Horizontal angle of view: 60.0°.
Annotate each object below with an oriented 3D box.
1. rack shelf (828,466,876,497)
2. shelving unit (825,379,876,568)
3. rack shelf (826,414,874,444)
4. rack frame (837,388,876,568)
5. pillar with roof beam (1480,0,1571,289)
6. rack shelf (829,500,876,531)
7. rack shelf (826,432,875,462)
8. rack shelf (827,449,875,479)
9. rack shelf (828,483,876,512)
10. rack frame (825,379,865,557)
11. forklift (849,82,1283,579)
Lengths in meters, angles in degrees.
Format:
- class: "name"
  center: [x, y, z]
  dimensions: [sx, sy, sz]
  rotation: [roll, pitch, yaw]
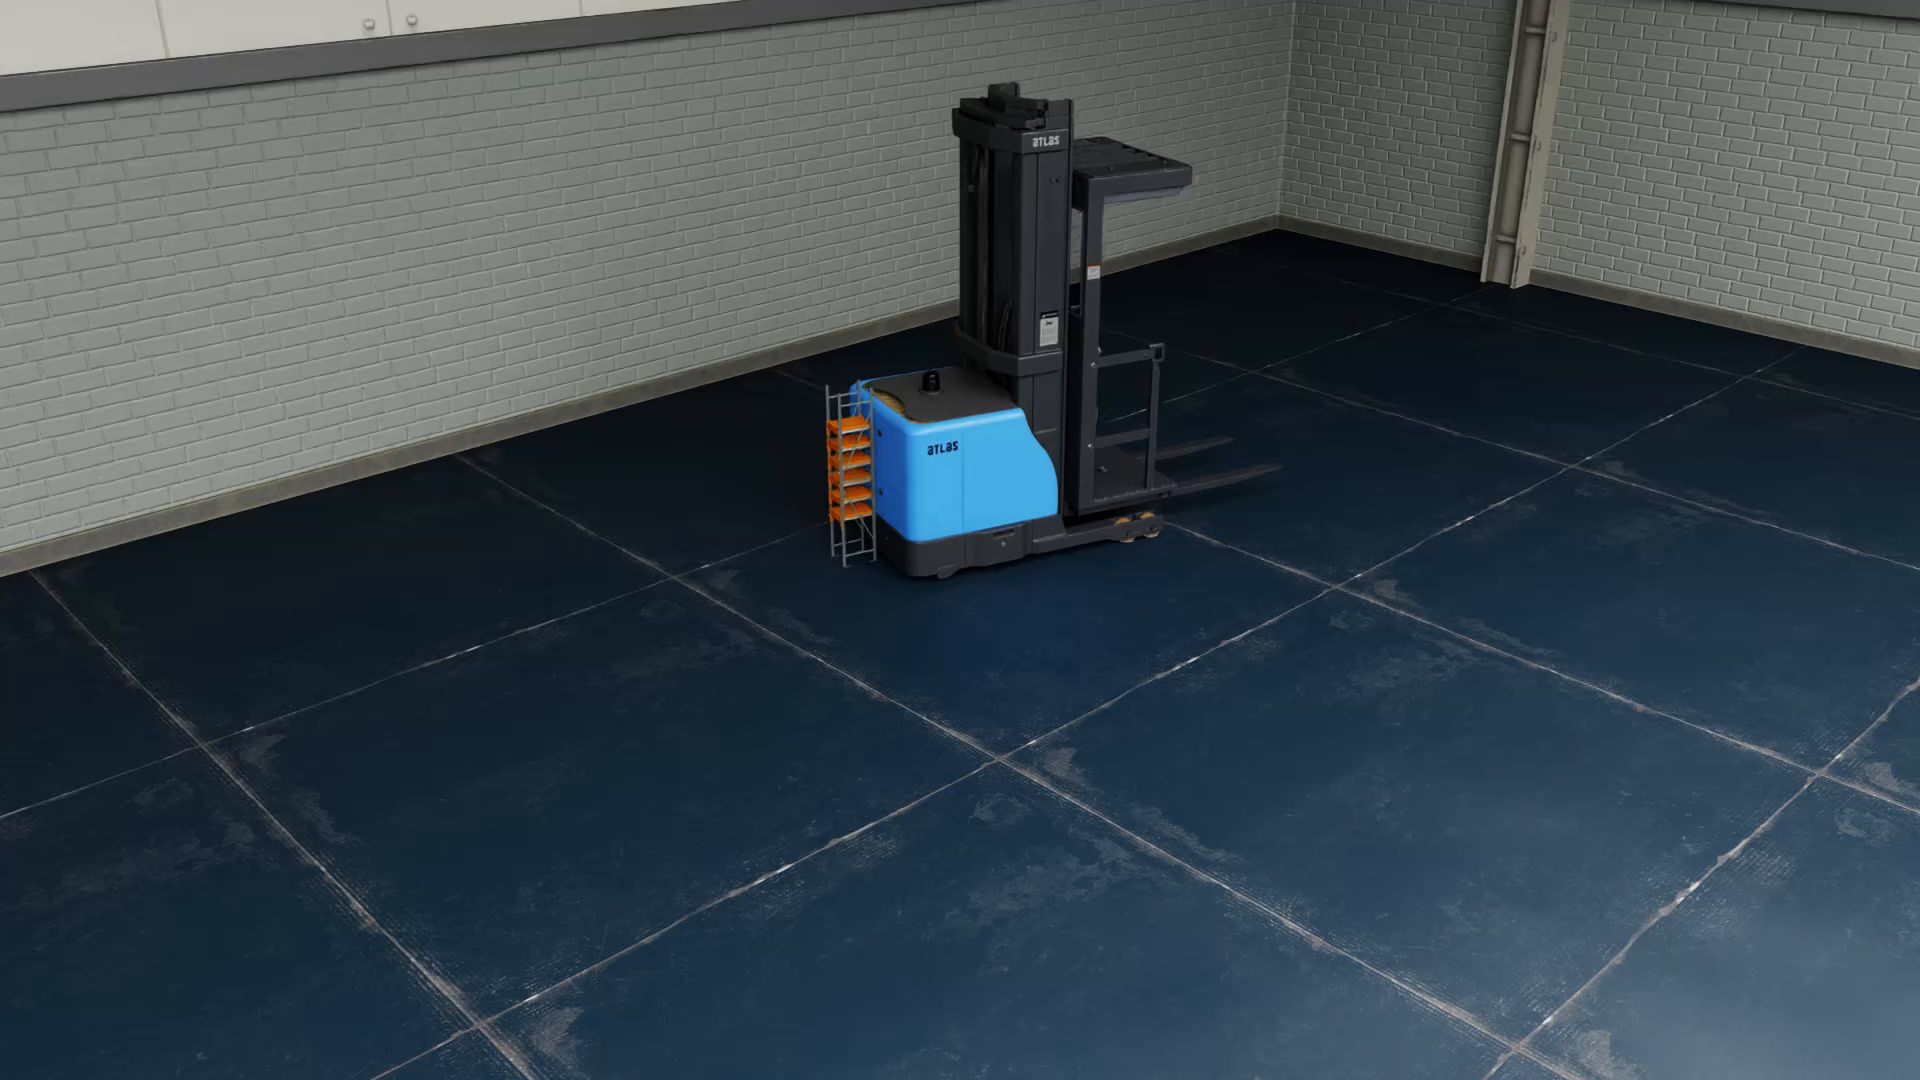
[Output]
- class: "rack shelf"
  center: [-0.701, -0.380, 10.744]
  dimensions: [0.258, 0.103, 0.180]
  rotation: [-13, 27, -26]
- class: "shelving unit"
  center: [-0.701, -0.420, 10.726]
  dimensions: [0.258, 1.200, 0.189]
  rotation: [-13, 27, -26]
- class: "rack shelf"
  center: [-0.701, -0.707, 10.595]
  dimensions: [0.258, 0.103, 0.180]
  rotation: [-13, 27, -26]
- class: "rack frame"
  center: [-0.657, -0.387, 10.652]
  dimensions: [0.240, 1.200, 0.006]
  rotation: [-13, 27, -26]
- class: "pillar with roof beam"
  center: [2.442, -5.519, 12.505]
  dimensions: [9.100, 9.000, 0.400]
  rotation: [-21, 32, -38]
- class: "rack shelf"
  center: [-0.701, -0.162, 10.844]
  dimensions: [0.258, 0.103, 0.180]
  rotation: [-13, 27, -26]
- class: "rack shelf"
  center: [-0.701, -0.598, 10.644]
  dimensions: [0.258, 0.103, 0.180]
  rotation: [-13, 27, -26]
- class: "rack shelf"
  center: [-0.701, -0.489, 10.694]
  dimensions: [0.258, 0.103, 0.180]
  rotation: [-13, 27, -26]
- class: "rack shelf"
  center: [-0.701, -0.271, 10.794]
  dimensions: [0.258, 0.103, 0.180]
  rotation: [-13, 27, -26]
- class: "rack frame"
  center: [-0.744, -0.454, 10.799]
  dimensions: [0.240, 1.200, 0.006]
  rotation: [-13, 27, -26]
- class: "forklift"
  center: [0.808, -1.495, 10.996]
  dimensions: [3.031, 2.935, 1.130]
  rotation: [-12, 27, -24]
